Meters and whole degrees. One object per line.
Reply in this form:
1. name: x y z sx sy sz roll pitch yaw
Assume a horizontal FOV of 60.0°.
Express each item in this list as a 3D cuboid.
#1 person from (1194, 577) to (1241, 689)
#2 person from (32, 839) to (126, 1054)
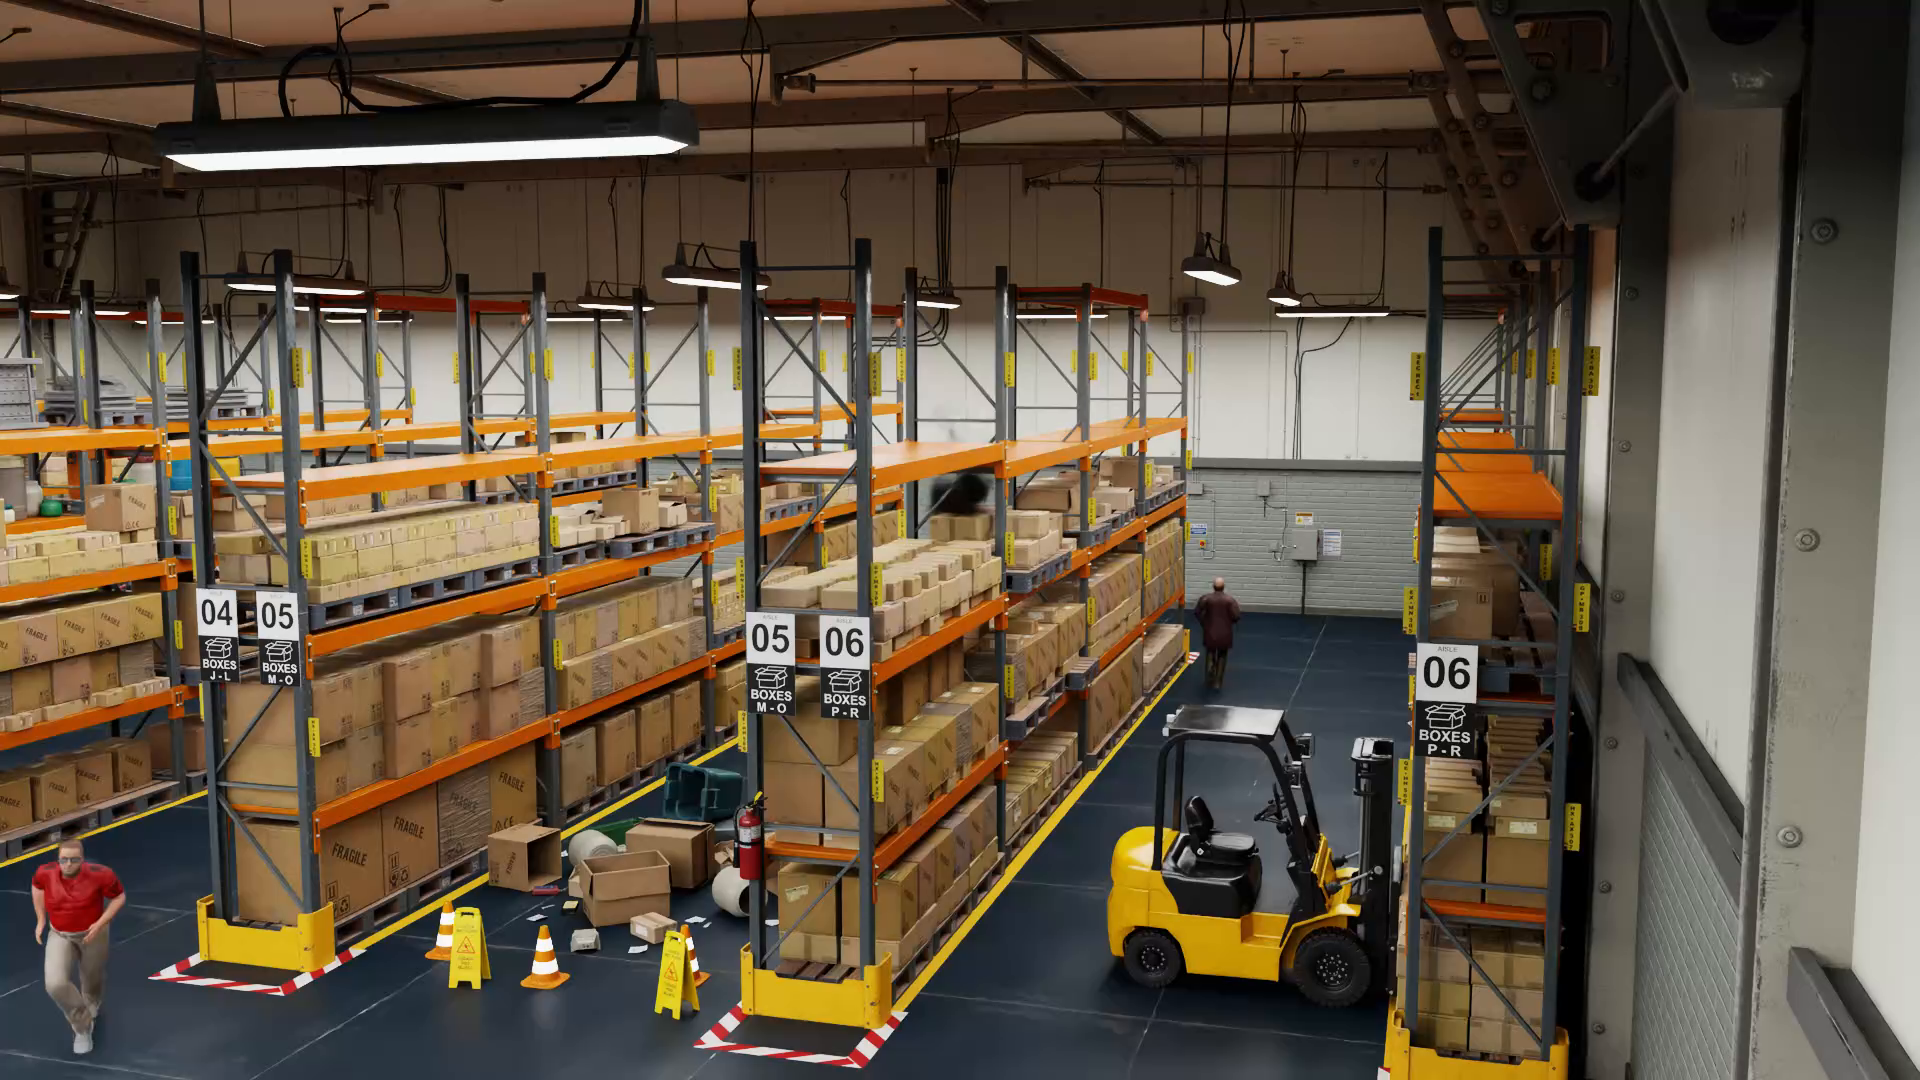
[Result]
1. person: 3.987 1.424 25.720 0.703 1.729 0.653 2 7 14
2. person: -6.627 2.990 12.581 0.652 1.665 0.928 -2 7 -18
